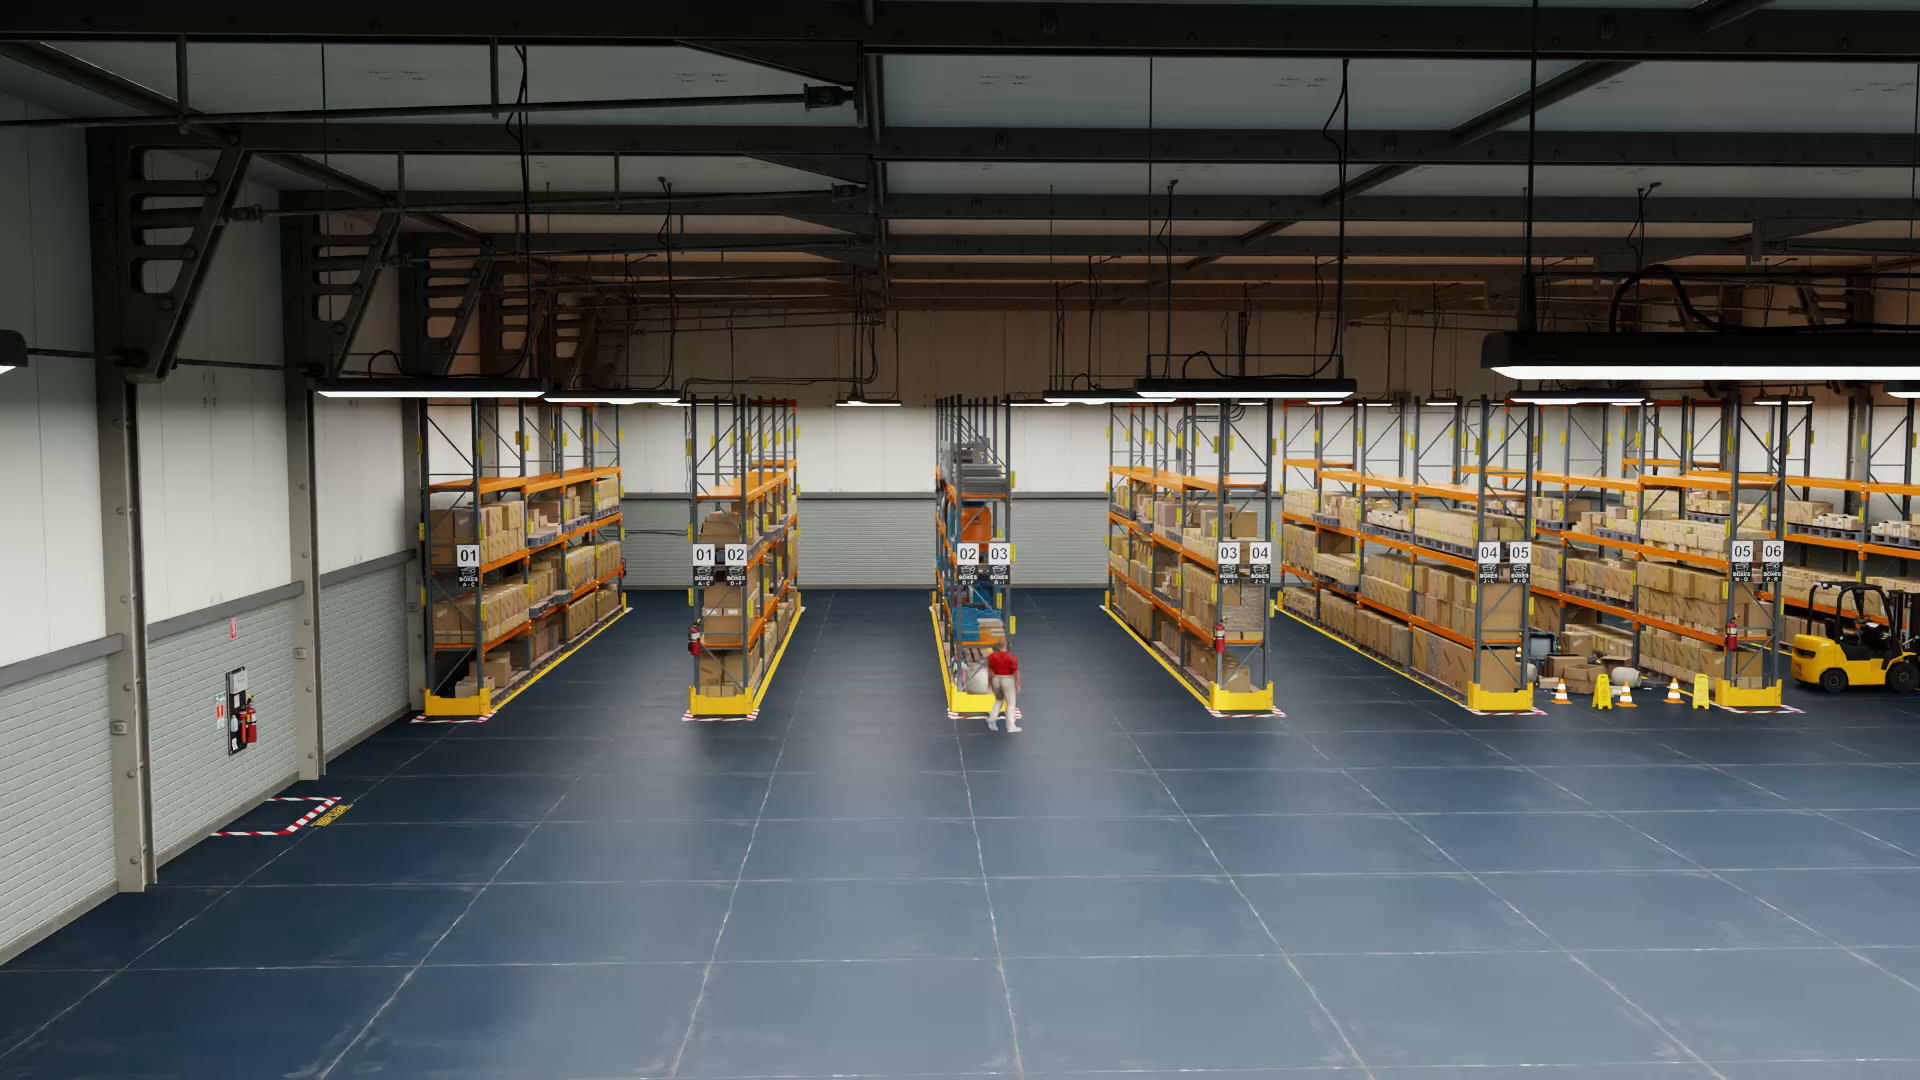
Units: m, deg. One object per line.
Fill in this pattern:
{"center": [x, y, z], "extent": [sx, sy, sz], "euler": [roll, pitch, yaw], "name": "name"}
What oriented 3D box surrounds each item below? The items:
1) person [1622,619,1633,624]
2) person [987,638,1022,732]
{"center": [17.886, 1.404, 44.284], "extent": [0.433, 1.698, 0.520], "euler": [2, 5, 21], "name": "person"}
{"center": [0.783, 2.563, 29.477], "extent": [0.636, 1.705, 0.566], "euler": [3, 5, 34], "name": "person"}
